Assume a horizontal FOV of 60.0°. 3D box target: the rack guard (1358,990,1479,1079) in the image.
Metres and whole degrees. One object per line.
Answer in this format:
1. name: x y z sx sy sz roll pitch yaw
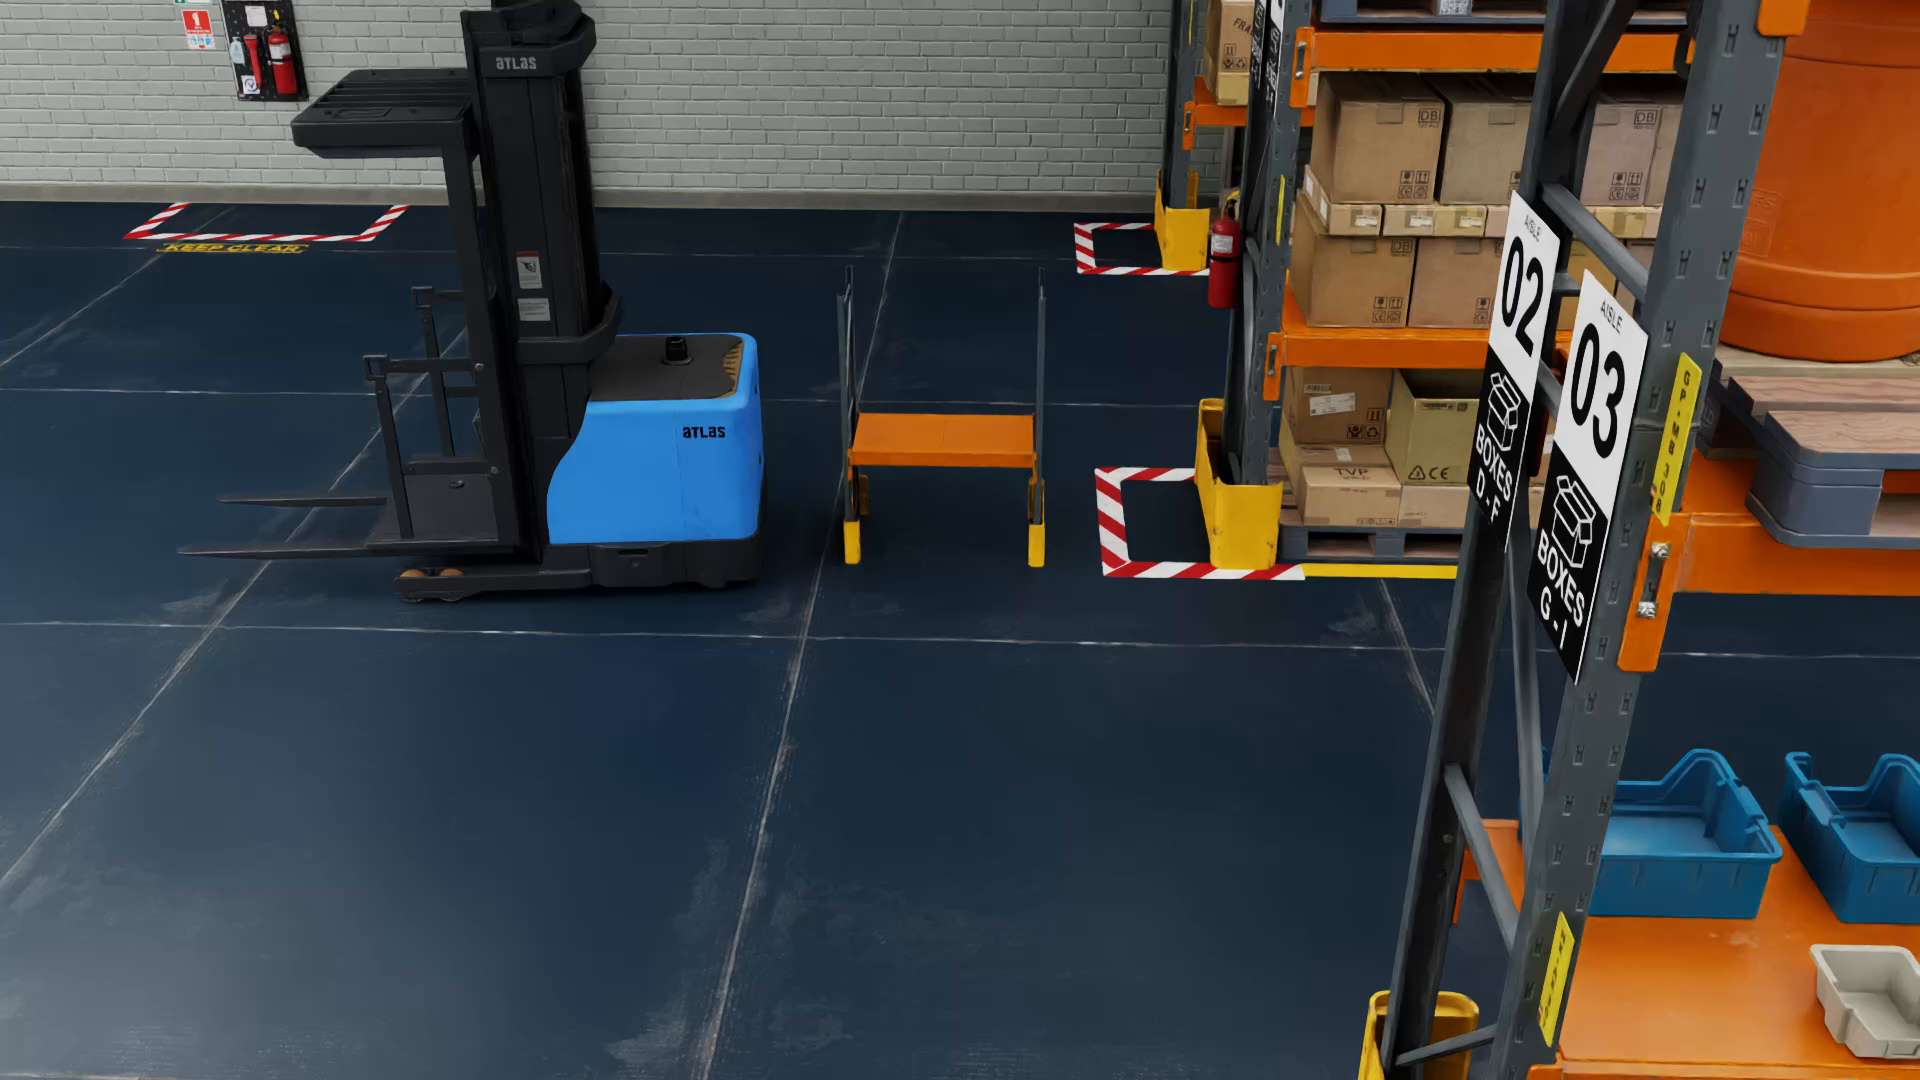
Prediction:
1. rack guard: 1.475 1.964 5.012 0.348 0.500 1.175 1 28 2

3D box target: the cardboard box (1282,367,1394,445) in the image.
1. cardboard box: 2.122 -0.871 9.377 0.500 0.500 0.500 1 28 2

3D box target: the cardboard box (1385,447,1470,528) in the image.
1. cardboard box: 2.603 -0.290 9.081 0.500 0.250 0.500 1 28 2

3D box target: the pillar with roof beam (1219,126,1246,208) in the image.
1. pillar with roof beam: 2.325 -4.786 8.671 0.400 9.000 9.100 1 28 2

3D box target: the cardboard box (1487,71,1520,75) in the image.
1. cardboard box: 4.259 -3.513 12.813 0.500 0.250 0.500 1 28 2

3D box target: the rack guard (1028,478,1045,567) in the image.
1. rack guard: 0.422 -0.103 9.178 0.087 0.250 0.587 1 28 2

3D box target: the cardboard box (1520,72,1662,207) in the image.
1. cardboard box: 3.124 -2.027 8.379 0.500 0.500 0.700 1 28 2

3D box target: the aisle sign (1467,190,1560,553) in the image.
1. aisle sign: 1.335 -0.409 4.043 0.004 0.787 0.394 1 28 2

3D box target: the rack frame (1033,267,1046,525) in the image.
1. rack frame: 0.423 -0.656 8.886 0.032 1.500 0.500 1 28 2

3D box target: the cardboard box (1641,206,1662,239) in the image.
1. cardboard box: 3.496 -1.636 8.334 0.250 0.149 0.380 1 28 2

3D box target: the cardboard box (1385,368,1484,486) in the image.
1. cardboard box: 2.603 -0.620 8.904 0.500 0.500 0.500 1 28 2

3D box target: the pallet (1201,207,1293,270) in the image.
1. pallet: 2.633 -2.494 13.729 1.213 0.211 1.003 1 28 2

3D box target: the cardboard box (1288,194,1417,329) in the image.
1. cardboard box: 2.042 -1.469 8.712 0.500 0.500 0.700 1 28 2

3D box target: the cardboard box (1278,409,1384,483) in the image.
1. cardboard box: 2.122 -0.539 9.551 0.500 0.250 0.500 1 28 2

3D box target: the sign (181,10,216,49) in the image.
1. sign: -6.537 -4.382 14.275 0.234 0.329 0.001 1 28 2

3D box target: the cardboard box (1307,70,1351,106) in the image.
1. cardboard box: 2.742 -3.541 12.866 0.500 0.250 0.500 0 28 0

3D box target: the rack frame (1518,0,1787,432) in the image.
1. rack frame: 1.397 -1.771 2.982 0.127 3.000 1.000 1 28 2

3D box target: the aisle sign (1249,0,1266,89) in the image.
1. aisle sign: 1.520 -2.726 8.413 0.004 0.787 0.394 1 28 2

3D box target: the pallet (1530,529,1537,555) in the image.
1. pallet: 3.557 -0.192 9.387 1.213 0.211 1.003 1 28 2

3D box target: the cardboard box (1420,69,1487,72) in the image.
1. cardboard box: 3.739 -3.855 12.658 0.500 0.500 0.500 2 28 3

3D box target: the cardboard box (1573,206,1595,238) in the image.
1. cardboard box: 2.992 -1.646 8.352 0.250 0.149 0.380 0 28 0

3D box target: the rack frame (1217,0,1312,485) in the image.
1. rack frame: 1.575 -1.438 8.761 0.127 3.000 1.000 1 28 2

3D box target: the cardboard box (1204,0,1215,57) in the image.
1. cardboard box: 2.225 -4.123 13.163 0.500 0.500 0.500 1 28 1

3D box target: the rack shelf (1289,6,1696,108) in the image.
1. rack shelf: 3.574 -2.413 8.164 4.000 0.370 1.077 1 28 2

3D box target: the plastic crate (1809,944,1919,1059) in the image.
1. plastic crate: 2.280 1.162 4.137 0.250 0.136 0.298 1 28 2

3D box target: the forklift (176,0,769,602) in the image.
1. forklift: -2.587 -1.227 8.434 3.031 2.935 1.130 -2 28 -3

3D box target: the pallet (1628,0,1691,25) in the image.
1. pallet: 3.504 -2.682 7.998 1.213 0.211 1.003 1 28 2

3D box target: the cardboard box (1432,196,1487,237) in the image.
1. cardboard box: 2.473 -1.654 8.368 0.250 0.149 0.380 1 28 2

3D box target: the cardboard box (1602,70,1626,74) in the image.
1. cardboard box: 4.762 -3.834 12.617 0.500 0.500 0.500 1 28 2

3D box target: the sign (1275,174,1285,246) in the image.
1. sign: 1.550 -1.596 8.050 0.005 0.325 0.100 1 28 2

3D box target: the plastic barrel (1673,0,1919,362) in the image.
1. plastic barrel: 1.887 -0.872 3.583 0.708 0.830 0.600 1 28 2

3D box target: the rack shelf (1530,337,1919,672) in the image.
1. rack shelf: 3.396 -0.094 3.791 4.000 0.370 1.077 1 28 2

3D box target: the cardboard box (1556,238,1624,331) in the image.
1. cardboard box: 3.063 -1.452 8.679 0.500 0.500 0.700 1 28 2

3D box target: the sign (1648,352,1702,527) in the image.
1. sign: 1.373 -0.192 3.197 0.005 0.325 0.100 1 28 2

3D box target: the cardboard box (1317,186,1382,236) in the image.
1. cardboard box: 1.960 -1.662 8.383 0.250 0.149 0.380 1 28 1

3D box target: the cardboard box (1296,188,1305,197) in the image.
1. cardboard box: 3.005 -2.701 13.543 0.500 0.311 0.500 3 28 6

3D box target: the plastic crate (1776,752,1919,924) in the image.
1. plastic crate: 2.556 0.827 4.645 0.408 0.251 0.499 1 28 2

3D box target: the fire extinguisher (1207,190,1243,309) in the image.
1. fire extinguisher: 1.474 -1.624 9.193 0.183 0.674 0.296 1 28 2

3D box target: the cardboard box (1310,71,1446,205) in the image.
1. cardboard box: 2.094 -2.041 8.406 0.500 0.500 0.700 1 28 2

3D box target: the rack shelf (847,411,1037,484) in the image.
1. rack shelf: -0.085 -0.505 8.986 1.000 0.185 0.538 1 28 2

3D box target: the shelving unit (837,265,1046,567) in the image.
1. shelving unit: -0.076 -0.664 8.901 1.083 1.500 0.587 1 28 2

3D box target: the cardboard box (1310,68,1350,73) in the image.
1. cardboard box: 2.707 -3.870 12.685 0.500 0.500 0.500 1 28 2

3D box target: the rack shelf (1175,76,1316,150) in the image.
1. rack shelf: 3.745 -3.406 13.241 4.000 0.370 1.077 1 28 2
